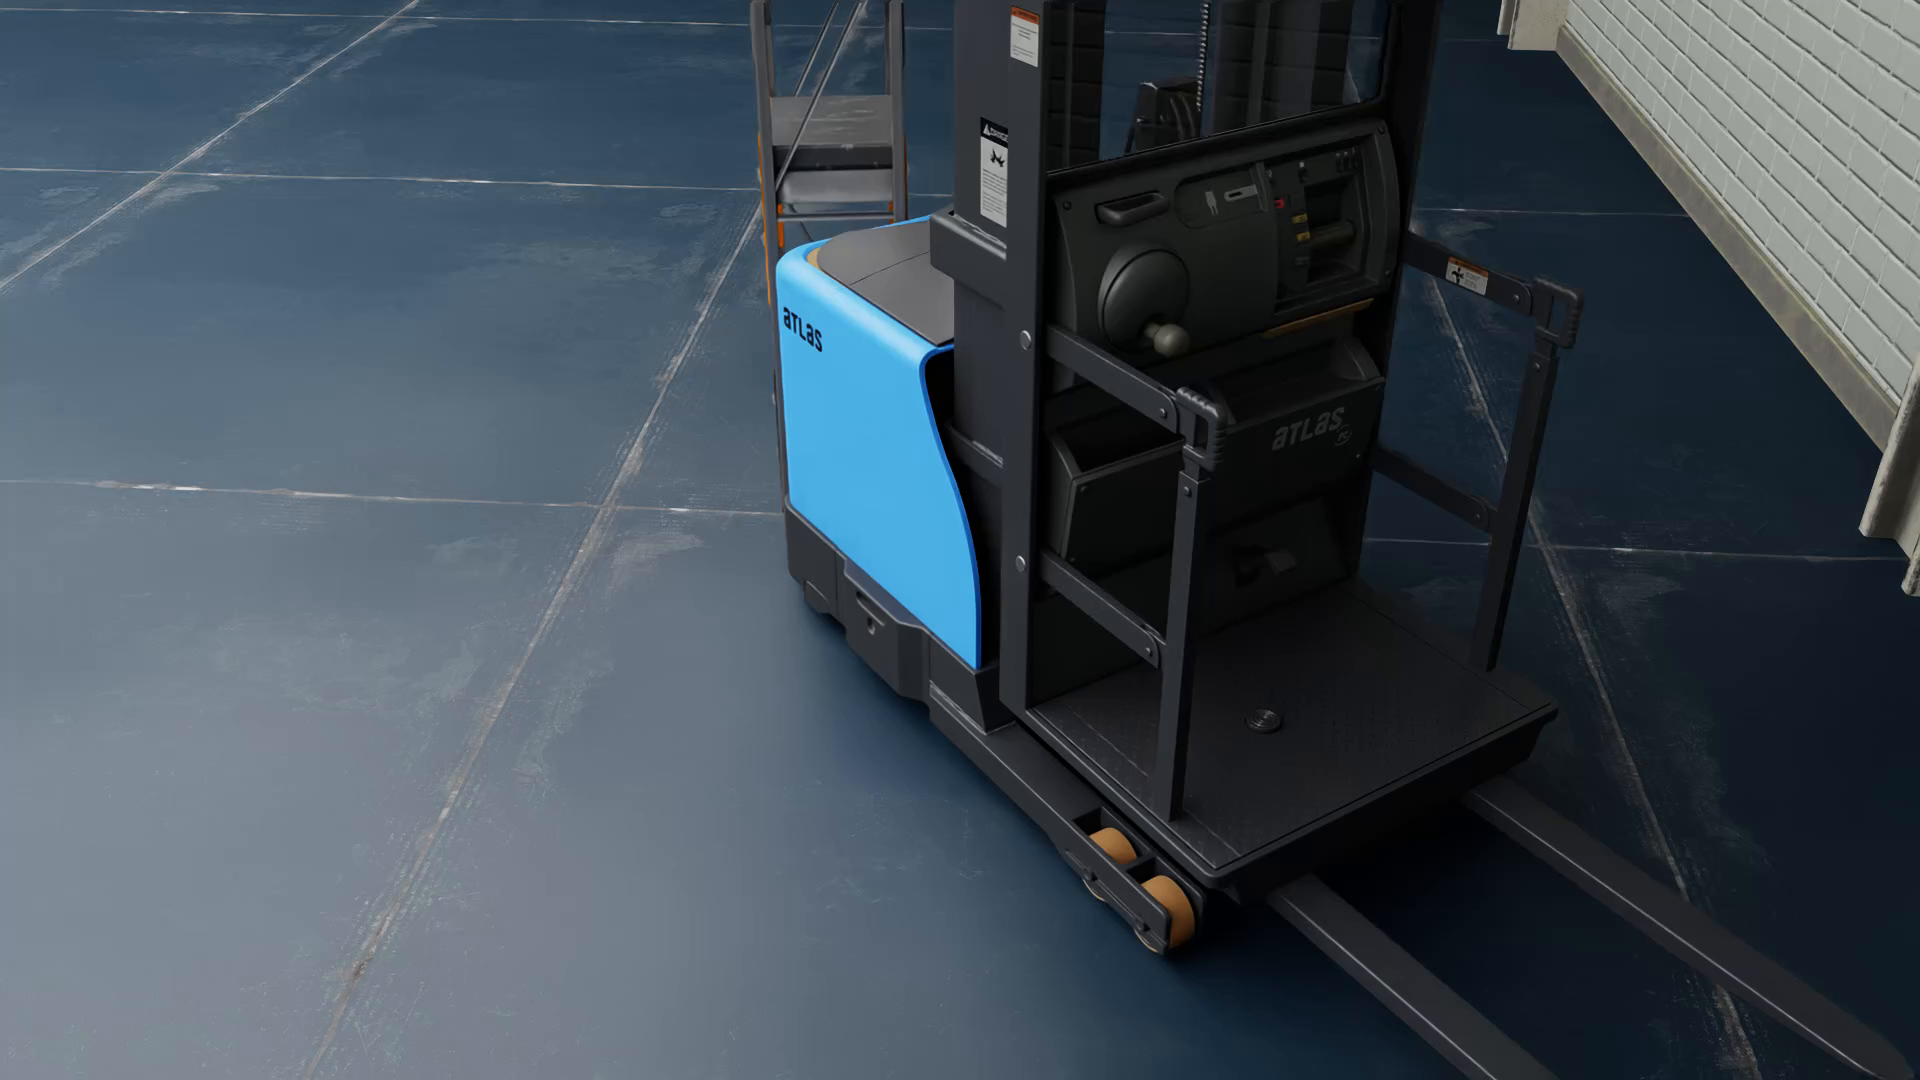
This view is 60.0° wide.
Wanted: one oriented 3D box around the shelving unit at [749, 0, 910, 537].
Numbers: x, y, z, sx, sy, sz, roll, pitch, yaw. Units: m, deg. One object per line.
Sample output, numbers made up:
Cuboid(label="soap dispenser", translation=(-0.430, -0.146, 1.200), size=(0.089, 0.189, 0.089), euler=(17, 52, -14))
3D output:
Cuboid(label="shelving unit", translation=(-0.372, -1.044, 4.943), size=(0.431, 2.100, 0.503), euler=(-2, 32, -4))

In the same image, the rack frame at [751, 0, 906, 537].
Cuboid(label="rack frame", translation=(-0.354, -0.917, 4.736), size=(0.400, 2.100, 0.015), euler=(-2, 32, -4))

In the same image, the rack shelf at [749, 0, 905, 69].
Cuboid(label="rack shelf", translation=(-0.372, -1.629, 4.583), size=(0.431, 0.518, 0.480), euler=(-2, 32, -4))

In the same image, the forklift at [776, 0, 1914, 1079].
Cuboid(label="forklift", translation=(0.715, -0.607, 3.442), size=(1.130, 2.935, 3.031), euler=(-19, 36, -28))

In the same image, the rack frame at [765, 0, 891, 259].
Cuboid(label="rack frame", translation=(-0.391, -1.172, 5.150), size=(0.400, 2.100, 0.015), euler=(-2, 32, -4))

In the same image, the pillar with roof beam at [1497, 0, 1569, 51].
Cuboid(label="pillar with roof beam", translation=(-0.794, -7.083, 8.166), size=(9.100, 9.000, 0.400), euler=(2, 32, 4))

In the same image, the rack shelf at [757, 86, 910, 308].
Cuboid(label="rack shelf", translation=(-0.372, -1.033, 4.950), size=(0.431, 0.518, 0.480), euler=(-2, 32, -4))

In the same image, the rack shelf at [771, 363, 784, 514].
Cuboid(label="rack shelf", translation=(-0.372, -0.437, 5.318), size=(0.431, 0.518, 0.480), euler=(-2, 32, -4))
